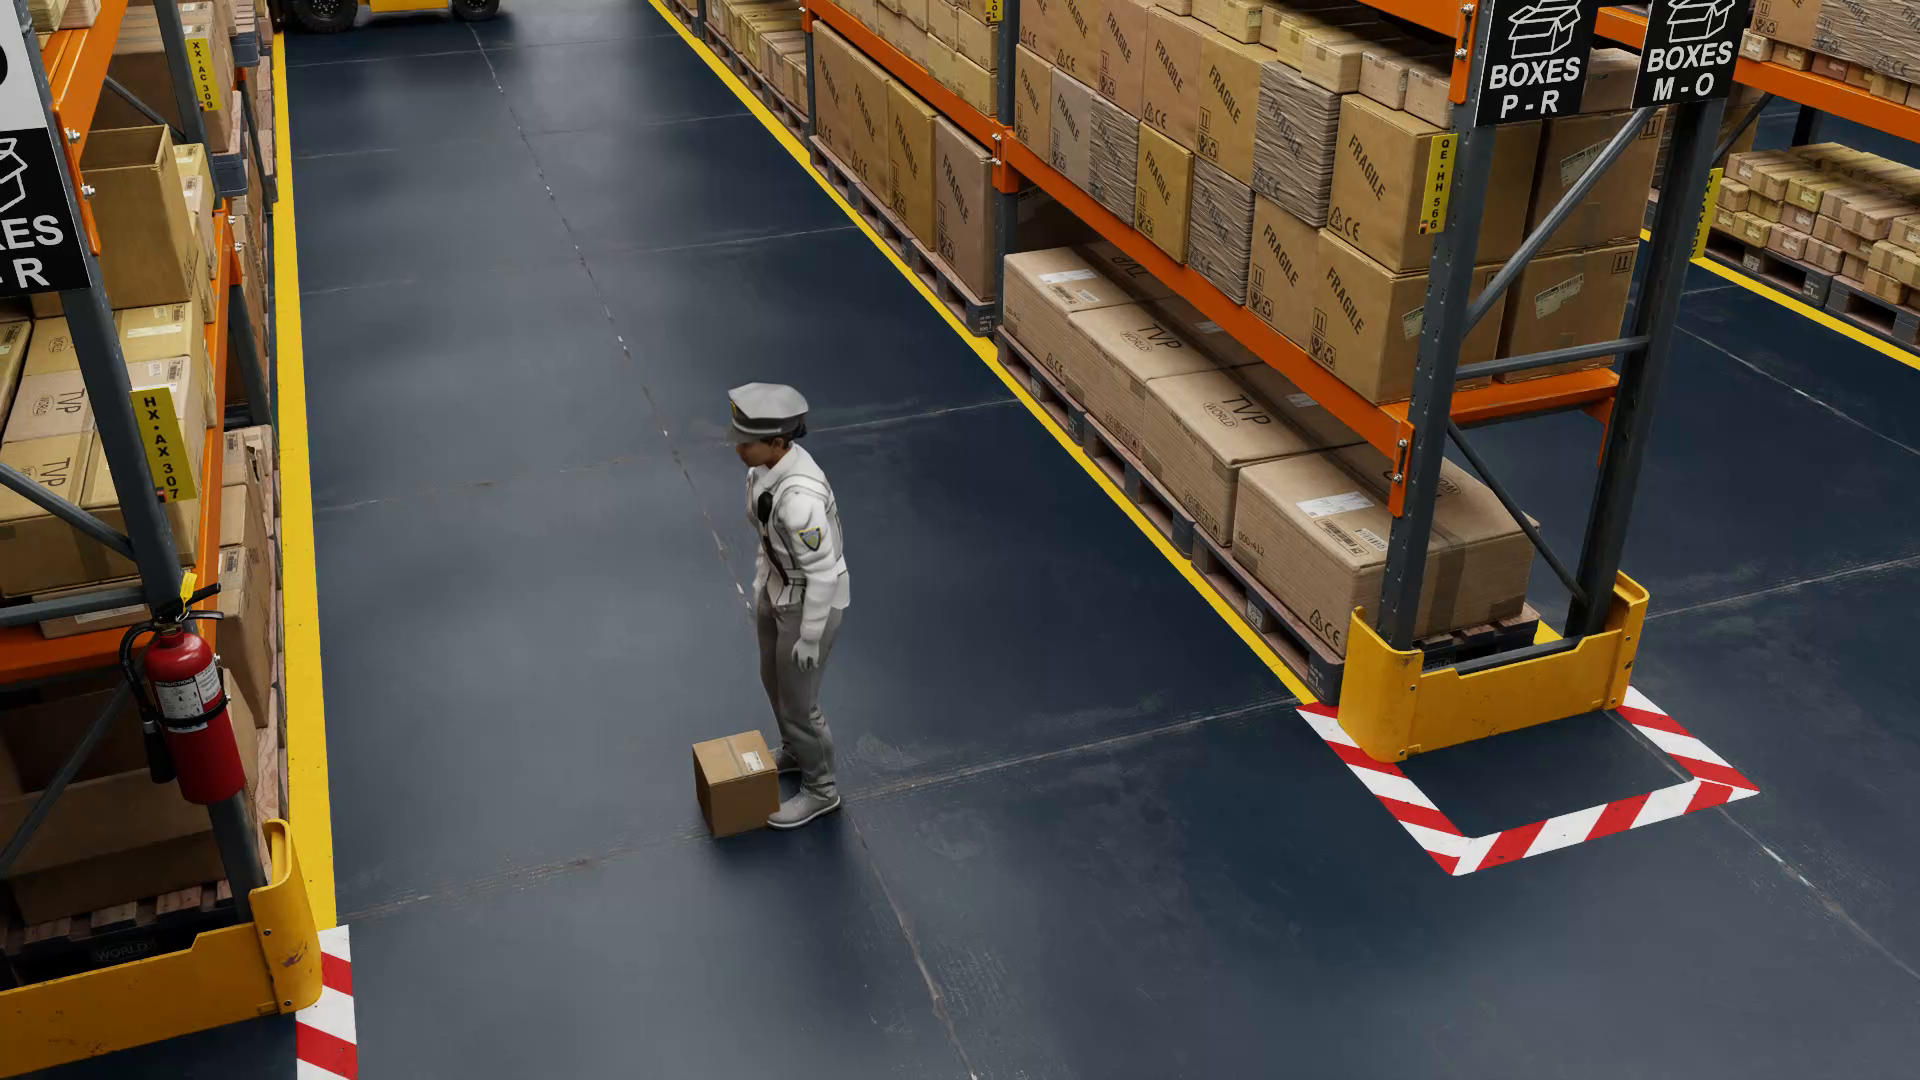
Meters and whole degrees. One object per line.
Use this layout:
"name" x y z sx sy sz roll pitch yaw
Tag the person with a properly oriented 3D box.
"person" -0.581 0.226 5.735 0.374 1.662 0.539 -12 32 -20
